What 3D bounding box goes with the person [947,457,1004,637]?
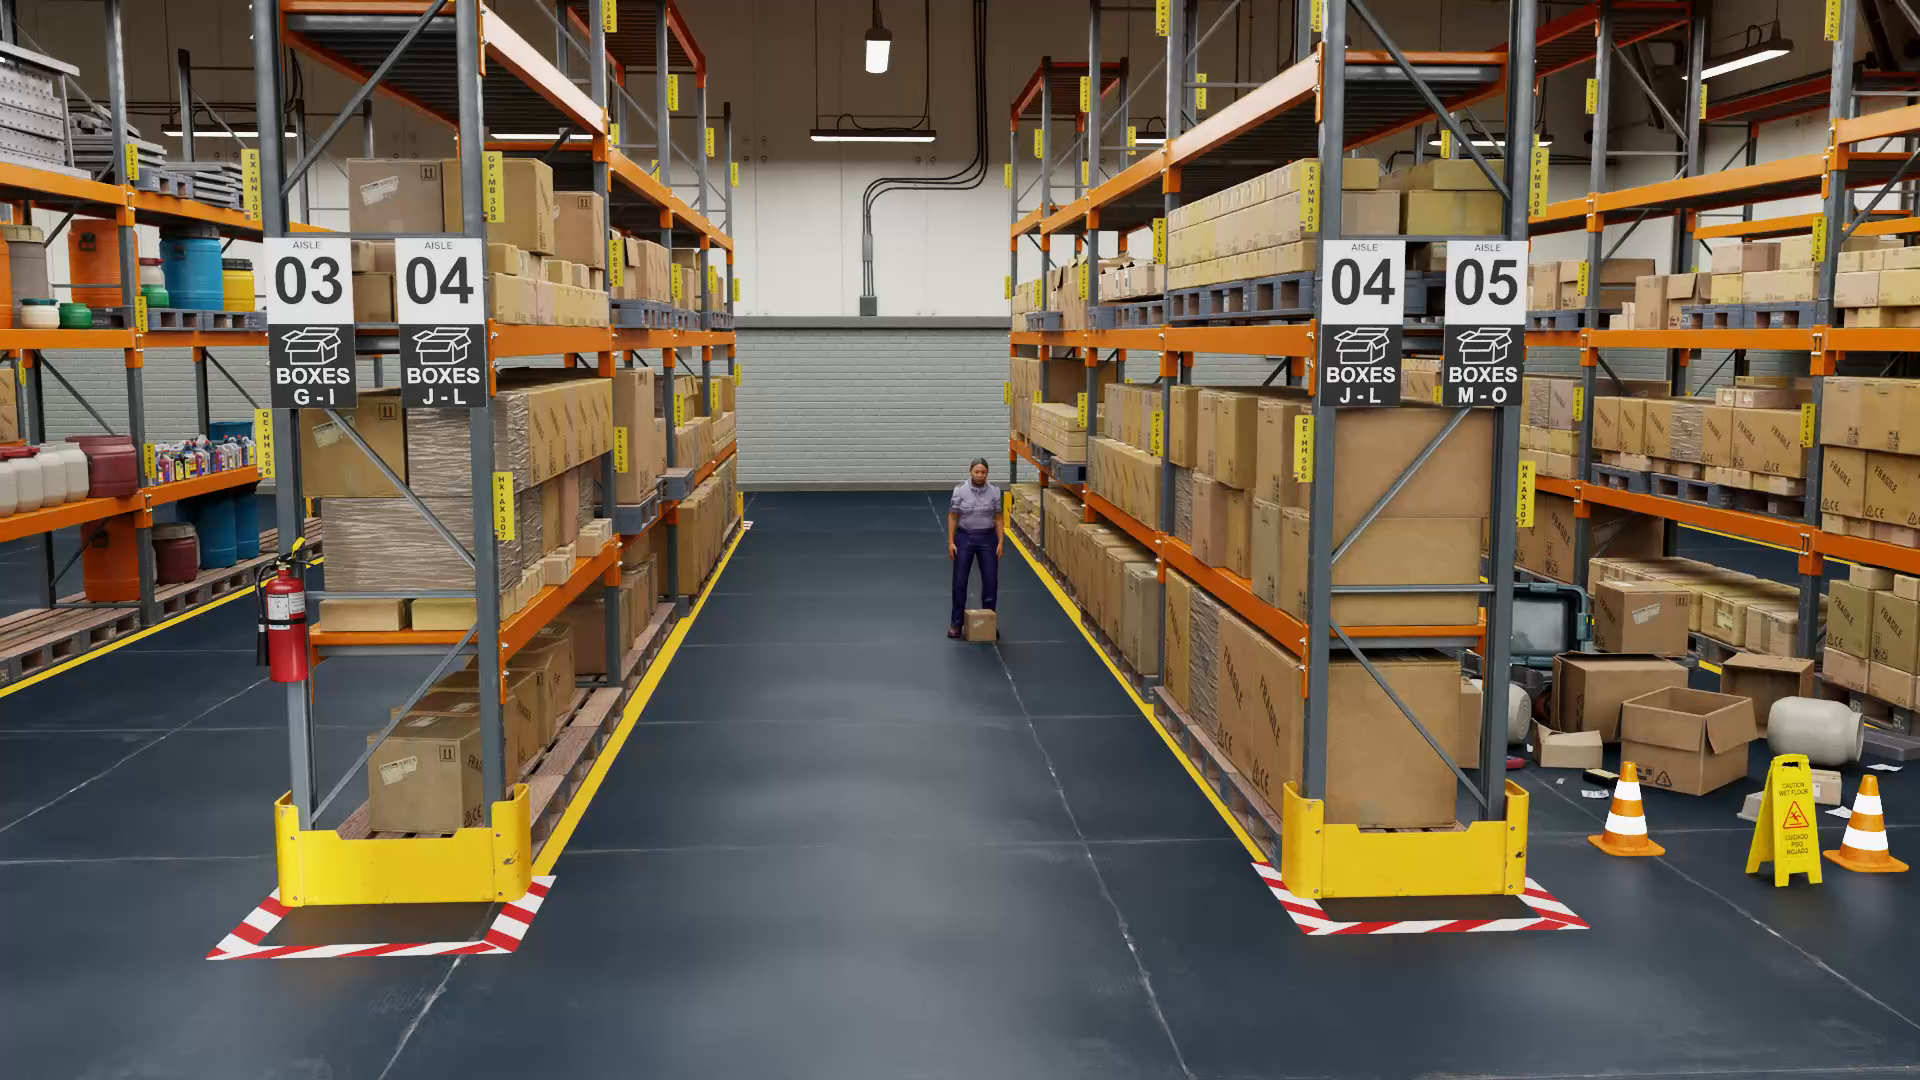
[{"bbox_3d":[0.136,0.055,15.335,0.532,1.651,0.372,-1,7,-6],"label":"person"}]
